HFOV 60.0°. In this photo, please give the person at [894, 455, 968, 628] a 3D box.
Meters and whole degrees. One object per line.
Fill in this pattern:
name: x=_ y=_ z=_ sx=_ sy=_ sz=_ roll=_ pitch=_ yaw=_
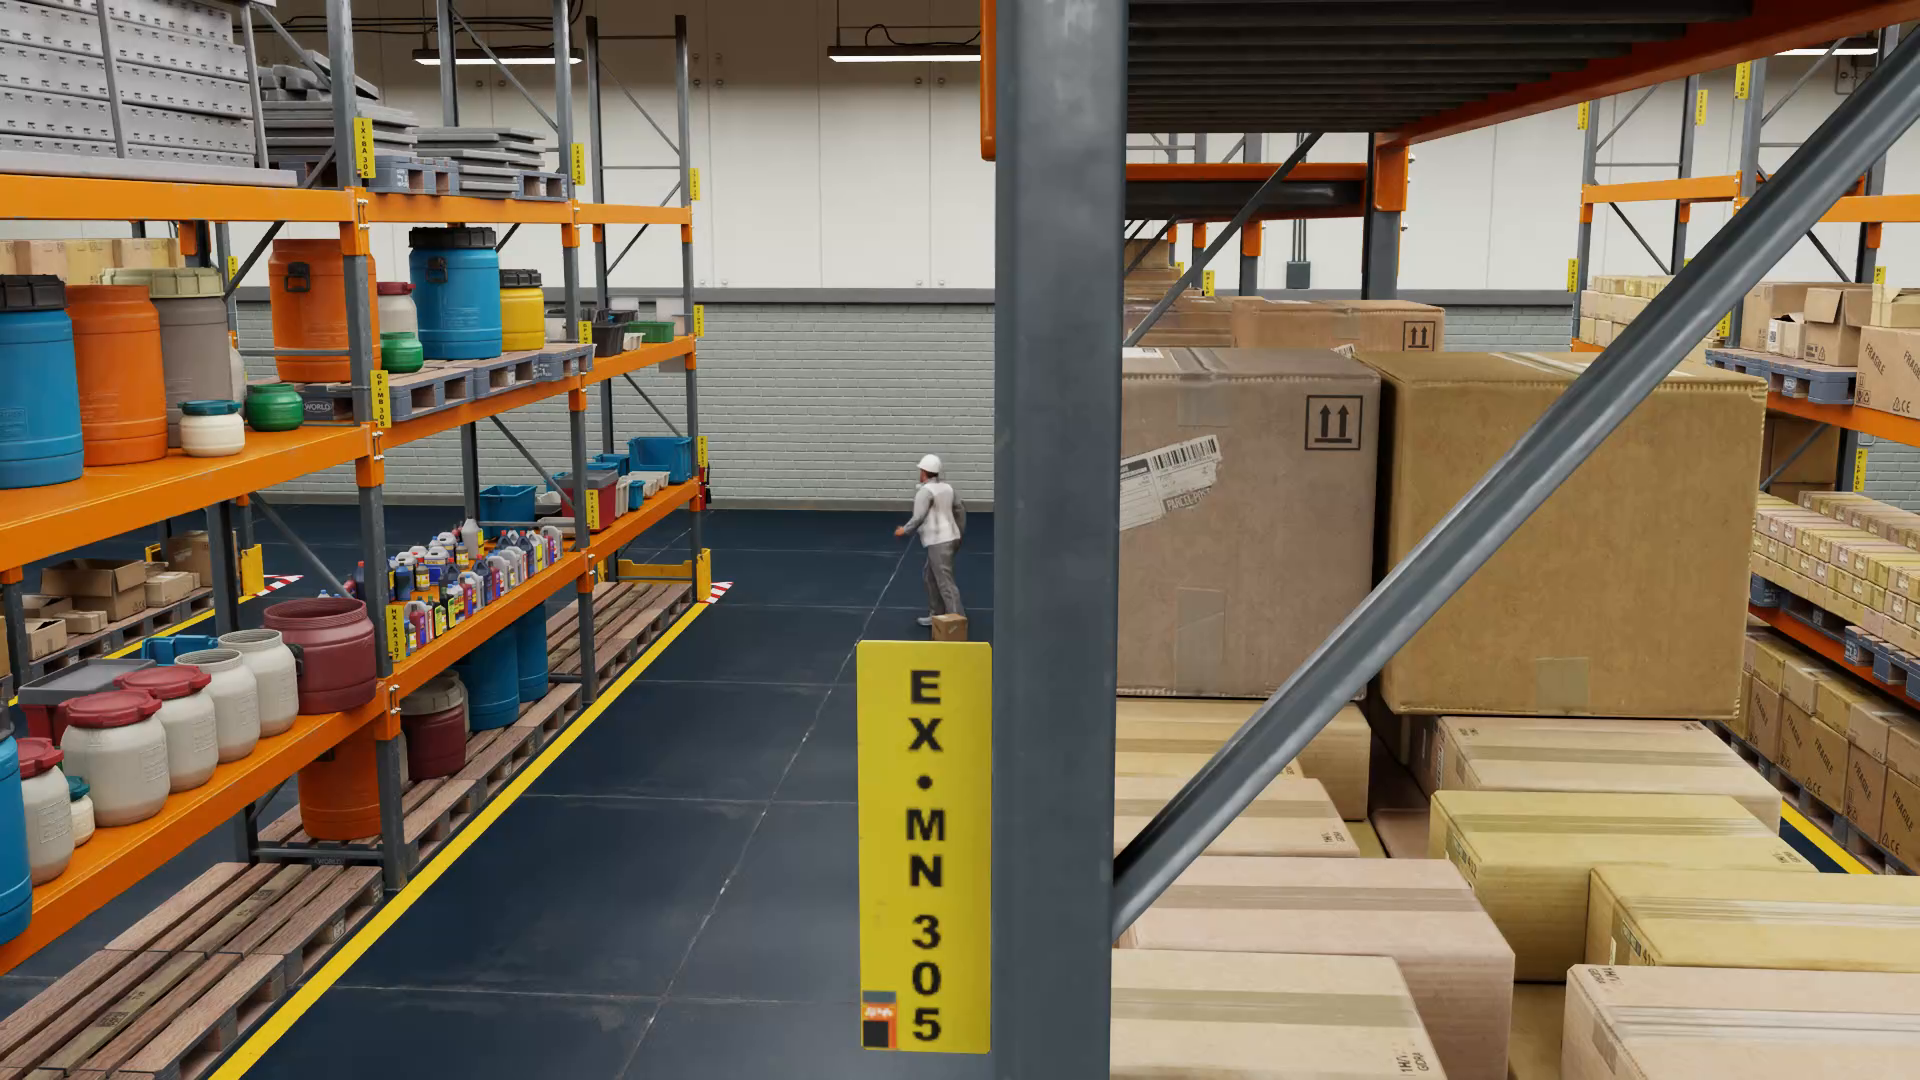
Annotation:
person: x=-0.242 y=0.037 z=16.287 sx=0.790 sy=1.731 sz=0.697 roll=4 pitch=11 yaw=20
